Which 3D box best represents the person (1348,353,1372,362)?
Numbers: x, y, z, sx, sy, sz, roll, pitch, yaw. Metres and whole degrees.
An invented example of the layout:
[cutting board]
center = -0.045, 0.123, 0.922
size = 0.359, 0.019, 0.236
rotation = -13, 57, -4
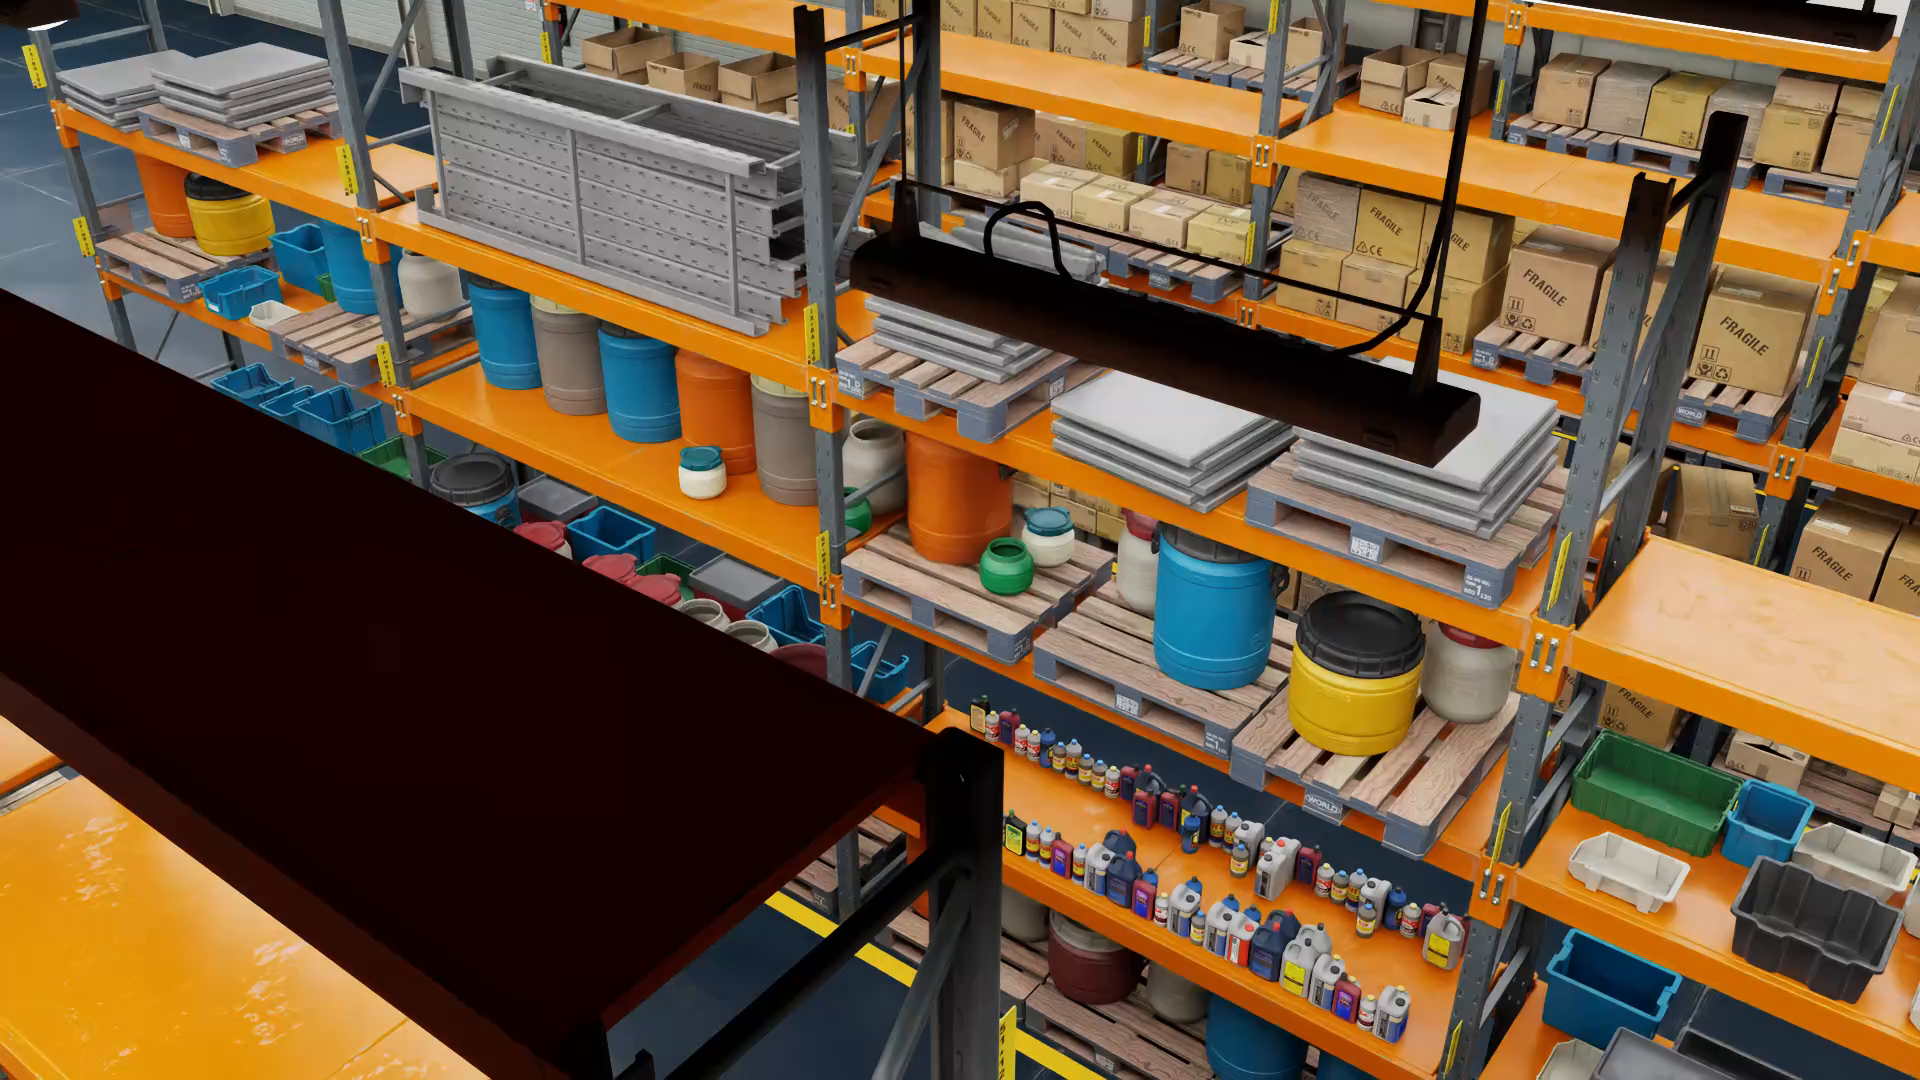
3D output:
[person]
center = 3.914, -1.822, 16.734
size = 0.969, 1.543, 0.452
rotation = 7, 32, 12
